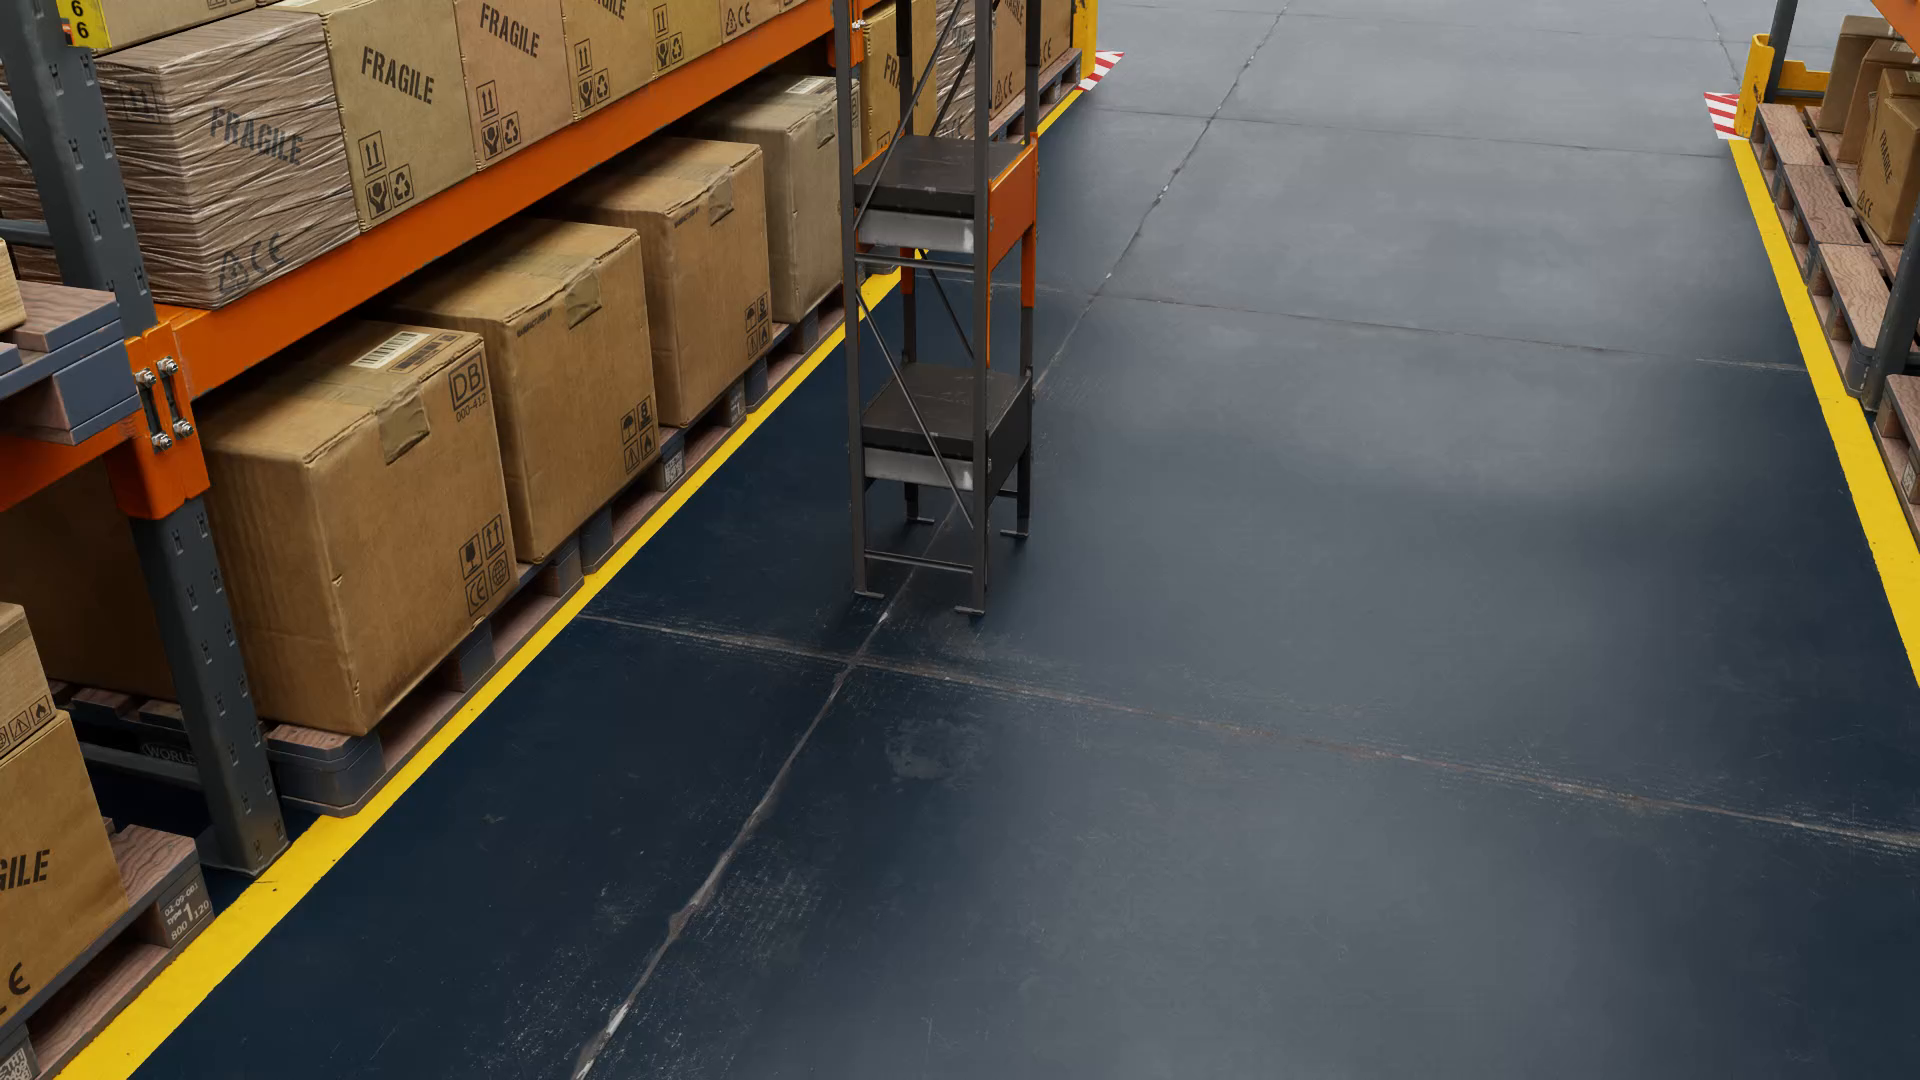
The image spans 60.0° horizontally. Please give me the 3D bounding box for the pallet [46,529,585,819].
[{"bbox_3d":[-1.778,0.237,4.607,1.003,0.211,1.213,8,30,15],"label":"pallet"}]

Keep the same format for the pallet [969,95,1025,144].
[{"bbox_3d":[-0.254,-2.177,8.947,1.003,0.211,1.213,8,30,15],"label":"pallet"}]

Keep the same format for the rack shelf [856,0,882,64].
[{"bbox_3d":[-0.321,-3.100,8.477,1.077,0.370,4.000,8,30,15],"label":"rack shelf"}]

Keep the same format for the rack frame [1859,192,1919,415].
[{"bbox_3d":[3.804,-1.730,5.275,1.000,3.000,0.127,8,30,15],"label":"rack frame"}]

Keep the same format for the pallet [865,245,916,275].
[{"bbox_3d":[-0.610,-1.609,7.925,1.003,0.211,1.213,8,30,15],"label":"pallet"}]

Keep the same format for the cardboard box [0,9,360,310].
[{"bbox_3d":[-1.692,-0.840,3.571,0.500,0.500,0.500,9,30,15],"label":"cardboard box"}]

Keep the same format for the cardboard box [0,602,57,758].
[{"bbox_3d":[-2.032,0.310,2.975,0.500,0.250,0.500,8,30,14],"label":"cardboard box"}]

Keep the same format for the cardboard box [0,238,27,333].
[{"bbox_3d":[-1.787,-0.405,2.719,0.380,0.149,0.250,9,30,16],"label":"cardboard box"}]

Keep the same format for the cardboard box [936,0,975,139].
[{"bbox_3d":[-0.395,-2.442,8.307,0.875,0.875,0.875,9,30,15],"label":"cardboard box"}]

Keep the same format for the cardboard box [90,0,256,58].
[{"bbox_3d":[-1.941,-1.314,3.395,0.700,0.500,0.500,8,30,15],"label":"cardboard box"}]

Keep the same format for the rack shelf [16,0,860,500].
[{"bbox_3d":[-1.495,-1.241,5.136,1.077,0.370,4.000,8,30,15],"label":"rack shelf"}]

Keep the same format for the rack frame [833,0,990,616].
[{"bbox_3d":[-0.120,-0.727,4.397,0.400,2.100,0.015,8,30,15],"label":"rack frame"}]

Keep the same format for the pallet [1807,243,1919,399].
[{"bbox_3d":[3.967,-0.829,6.523,1.003,0.211,1.213,8,30,15],"label":"pallet"}]

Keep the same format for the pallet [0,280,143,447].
[{"bbox_3d":[-2.189,-0.196,2.714,1.213,0.211,1.003,8,30,15],"label":"pallet"}]

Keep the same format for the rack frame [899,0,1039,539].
[{"bbox_3d":[0.023,-0.954,4.805,0.400,2.100,0.015,8,30,15],"label":"rack frame"}]

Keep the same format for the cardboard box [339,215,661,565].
[{"bbox_3d":[-1.564,-0.503,4.952,1.050,0.750,0.750,9,30,16],"label":"cardboard box"}]

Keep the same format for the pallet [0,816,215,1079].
[{"bbox_3d":[-2.313,0.955,3.315,1.003,0.211,1.213,8,30,15],"label":"pallet"}]

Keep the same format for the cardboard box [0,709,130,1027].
[{"bbox_3d":[-2.025,0.626,3.179,0.500,0.500,0.500,8,30,15],"label":"cardboard box"}]

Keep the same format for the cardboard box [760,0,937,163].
[{"bbox_3d":[-0.656,-2.022,7.553,0.875,0.875,0.875,9,30,16],"label":"cardboard box"}]

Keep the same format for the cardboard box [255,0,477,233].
[{"bbox_3d":[-1.546,-1.077,3.997,0.500,0.500,0.500,8,30,14],"label":"cardboard box"}]

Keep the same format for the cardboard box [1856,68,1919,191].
[{"bbox_3d":[4.434,-1.822,7.578,0.500,0.500,0.500,11,31,20],"label":"cardboard box"}]

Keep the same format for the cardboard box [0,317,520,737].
[{"bbox_3d":[-1.817,-0.097,4.220,1.050,0.750,0.750,8,30,14],"label":"cardboard box"}]

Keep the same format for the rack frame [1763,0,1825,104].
[{"bbox_3d":[4.978,-3.589,8.616,1.000,3.000,0.127,8,30,15],"label":"rack frame"}]

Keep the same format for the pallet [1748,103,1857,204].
[{"bbox_3d":[4.684,-1.963,8.561,1.003,0.211,1.213,8,30,15],"label":"pallet"}]

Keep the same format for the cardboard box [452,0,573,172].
[{"bbox_3d":[-1.397,-1.311,4.418,0.500,0.500,0.500,8,30,15],"label":"cardboard box"}]

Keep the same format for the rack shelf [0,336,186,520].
[{"bbox_3d":[-2.669,0.618,1.794,1.077,0.370,4.000,8,30,15],"label":"rack shelf"}]

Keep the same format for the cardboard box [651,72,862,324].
[{"bbox_3d":[-1.004,-1.384,6.535,1.050,0.750,0.750,8,30,15],"label":"cardboard box"}]

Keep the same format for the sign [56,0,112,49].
[{"bbox_3d":[-1.560,-1.024,2.896,0.100,0.325,0.005,8,30,15],"label":"sign"}]

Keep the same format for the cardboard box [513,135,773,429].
[{"bbox_3d":[-1.291,-0.936,5.730,1.050,0.750,0.750,8,30,15],"label":"cardboard box"}]

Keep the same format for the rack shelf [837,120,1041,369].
[{"bbox_3d":[-0.049,-0.829,4.608,0.431,0.518,0.480,8,30,15],"label":"rack shelf"}]

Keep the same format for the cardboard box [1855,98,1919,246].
[{"bbox_3d":[4.228,-1.569,7.124,0.500,0.500,0.500,6,30,10],"label":"cardboard box"}]

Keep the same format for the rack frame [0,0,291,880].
[{"bbox_3d":[-2.082,-0.626,3.290,1.000,3.000,0.127,8,30,15],"label":"rack frame"}]

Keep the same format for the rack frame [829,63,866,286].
[{"bbox_3d":[-0.908,-2.485,6.632,1.000,3.000,0.127,8,30,15],"label":"rack frame"}]

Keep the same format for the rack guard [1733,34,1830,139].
[{"bbox_3d":[4.956,-2.462,9.161,1.175,0.500,0.348,8,30,15],"label":"rack guard"}]

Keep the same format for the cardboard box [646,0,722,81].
[{"bbox_3d":[-1.102,-1.778,5.258,0.500,0.500,0.500,9,30,15],"label":"cardboard box"}]

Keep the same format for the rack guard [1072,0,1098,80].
[{"bbox_3d":[0.273,-3.263,10.601,1.175,0.500,0.348,8,30,15],"label":"rack guard"}]

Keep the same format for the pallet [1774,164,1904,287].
[{"bbox_3d":[4.324,-1.398,7.545,1.003,0.211,1.213,8,30,15],"label":"pallet"}]

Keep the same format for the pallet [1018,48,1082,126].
[{"bbox_3d":[0.106,-2.743,9.963,1.003,0.211,1.213,8,30,15],"label":"pallet"}]

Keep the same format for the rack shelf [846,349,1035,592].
[{"bbox_3d":[-0.049,-0.217,4.948,0.431,0.518,0.480,8,30,15],"label":"rack shelf"}]

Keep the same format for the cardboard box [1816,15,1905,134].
[{"bbox_3d":[4.779,-2.393,8.605,0.500,0.500,0.500,14,32,24],"label":"cardboard box"}]

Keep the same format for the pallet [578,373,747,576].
[{"bbox_3d":[-1.419,-0.328,5.623,1.003,0.211,1.213,8,30,15],"label":"pallet"}]

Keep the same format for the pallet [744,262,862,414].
[{"bbox_3d":[-1.062,-0.897,6.646,1.003,0.211,1.213,8,30,15],"label":"pallet"}]

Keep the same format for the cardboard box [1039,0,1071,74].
[{"bbox_3d":[0.130,-3.274,9.804,0.875,0.875,0.875,9,30,15],"label":"cardboard box"}]

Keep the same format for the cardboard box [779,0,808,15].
[{"bbox_3d":[-0.805,-2.248,6.103,0.500,0.500,0.500,8,30,15],"label":"cardboard box"}]

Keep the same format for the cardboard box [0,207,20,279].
[{"bbox_3d":[-2.206,-0.917,3.711,0.500,0.500,0.500,8,30,15],"label":"cardboard box"}]

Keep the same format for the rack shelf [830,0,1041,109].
[{"bbox_3d":[-0.049,-1.440,4.268,0.431,0.518,0.480,8,30,15],"label":"rack shelf"}]

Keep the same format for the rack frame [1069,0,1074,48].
[{"bbox_3d":[0.266,-4.344,9.973,1.000,3.000,0.127,8,30,15],"label":"rack frame"}]

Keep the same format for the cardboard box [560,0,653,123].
[{"bbox_3d":[-1.249,-1.542,4.834,0.500,0.500,0.500,8,30,14],"label":"cardboard box"}]

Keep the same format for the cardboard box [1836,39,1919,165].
[{"bbox_3d":[4.636,-2.110,8.096,0.500,0.500,0.500,17,33,28],"label":"cardboard box"}]

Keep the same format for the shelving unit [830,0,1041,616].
[{"bbox_3d":[-0.049,-0.841,4.601,0.431,2.100,0.503,8,30,15],"label":"shelving unit"}]

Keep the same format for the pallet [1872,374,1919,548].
[{"bbox_3d":[3.577,-0.150,5.302,1.003,0.211,1.213,8,30,15],"label":"pallet"}]

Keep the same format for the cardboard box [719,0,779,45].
[{"bbox_3d":[-0.954,-2.013,5.681,0.500,0.500,0.500,8,30,14],"label":"cardboard box"}]

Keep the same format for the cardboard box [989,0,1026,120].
[{"bbox_3d":[-0.126,-2.865,9.069,0.875,0.875,0.875,8,30,14],"label":"cardboard box"}]

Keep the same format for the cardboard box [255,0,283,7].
[{"bbox_3d":[-1.793,-1.549,3.818,0.700,0.500,0.500,8,30,14],"label":"cardboard box"}]
